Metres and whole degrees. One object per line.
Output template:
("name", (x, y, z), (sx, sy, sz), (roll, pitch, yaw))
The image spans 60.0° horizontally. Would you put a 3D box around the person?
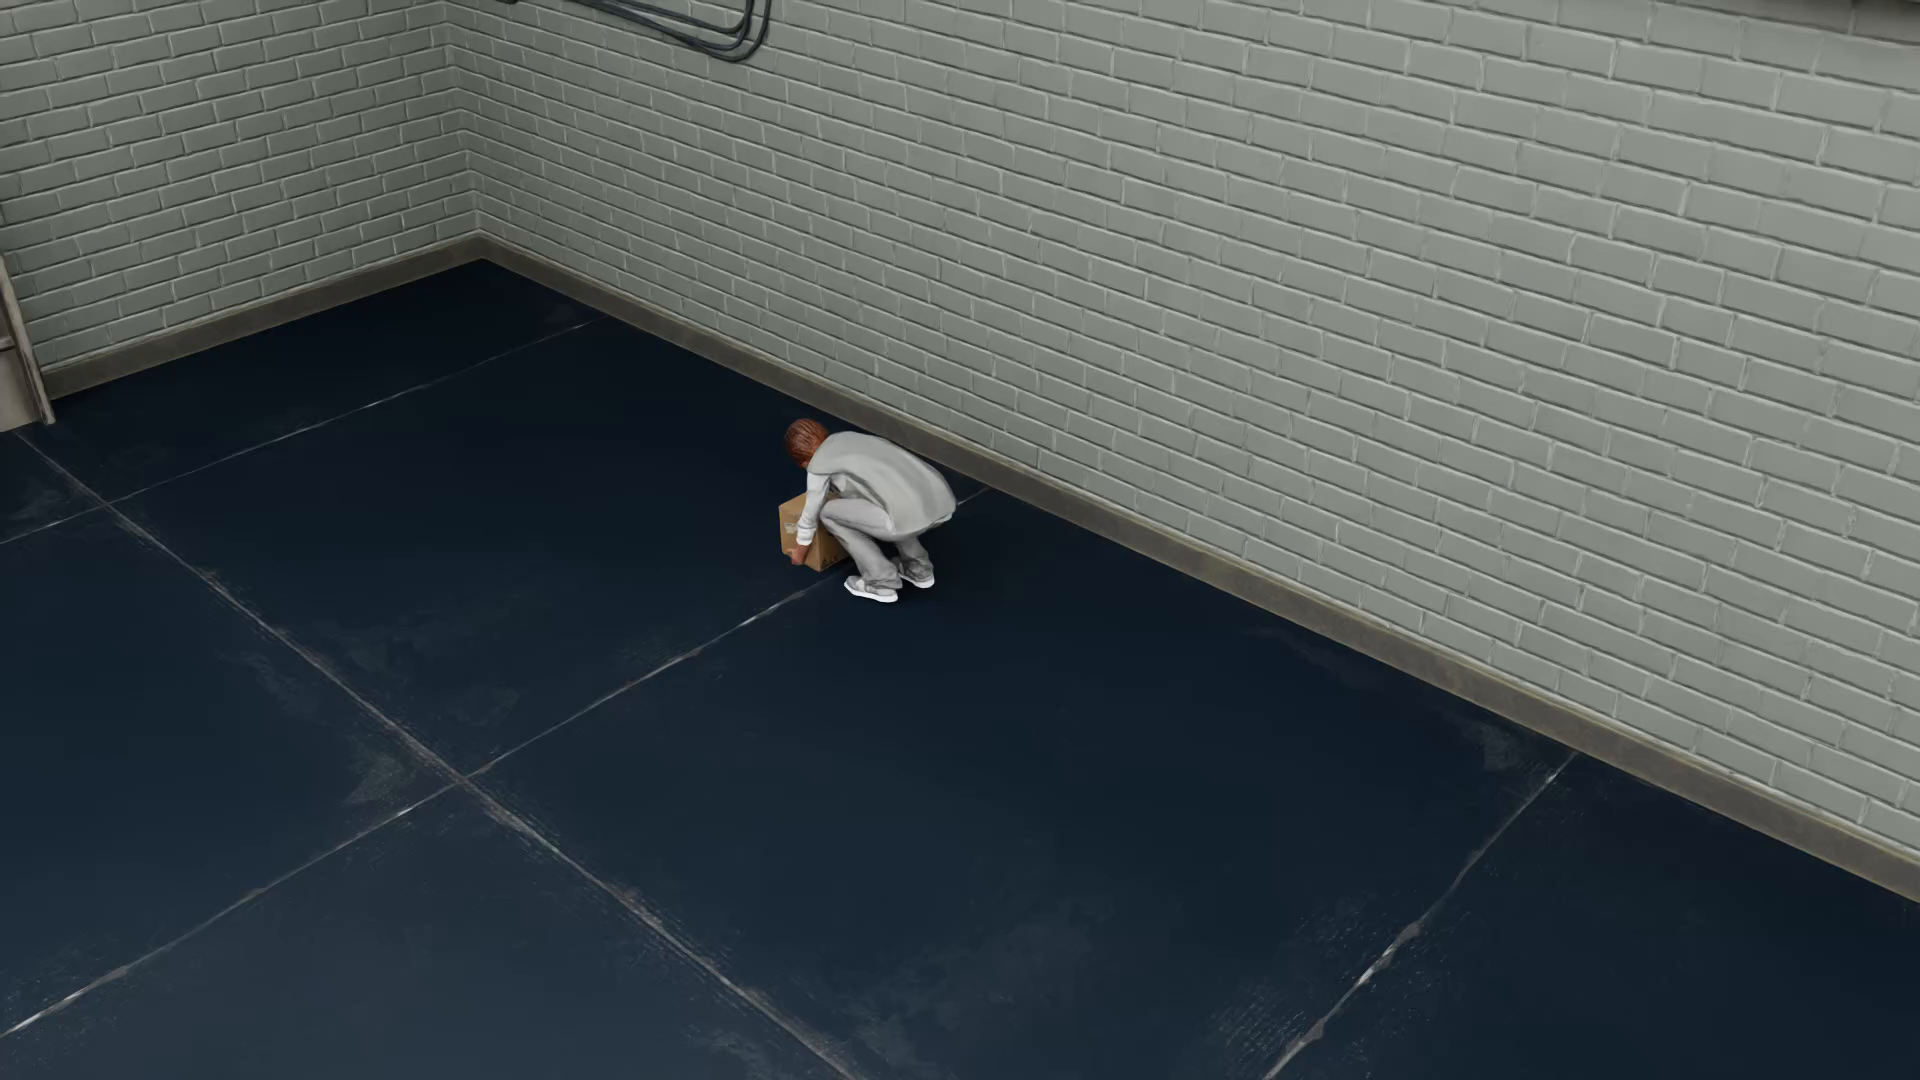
("person", (-0.403, -0.121, 7.221), (0.862, 0.702, 0.419), (24, 39, 34))
